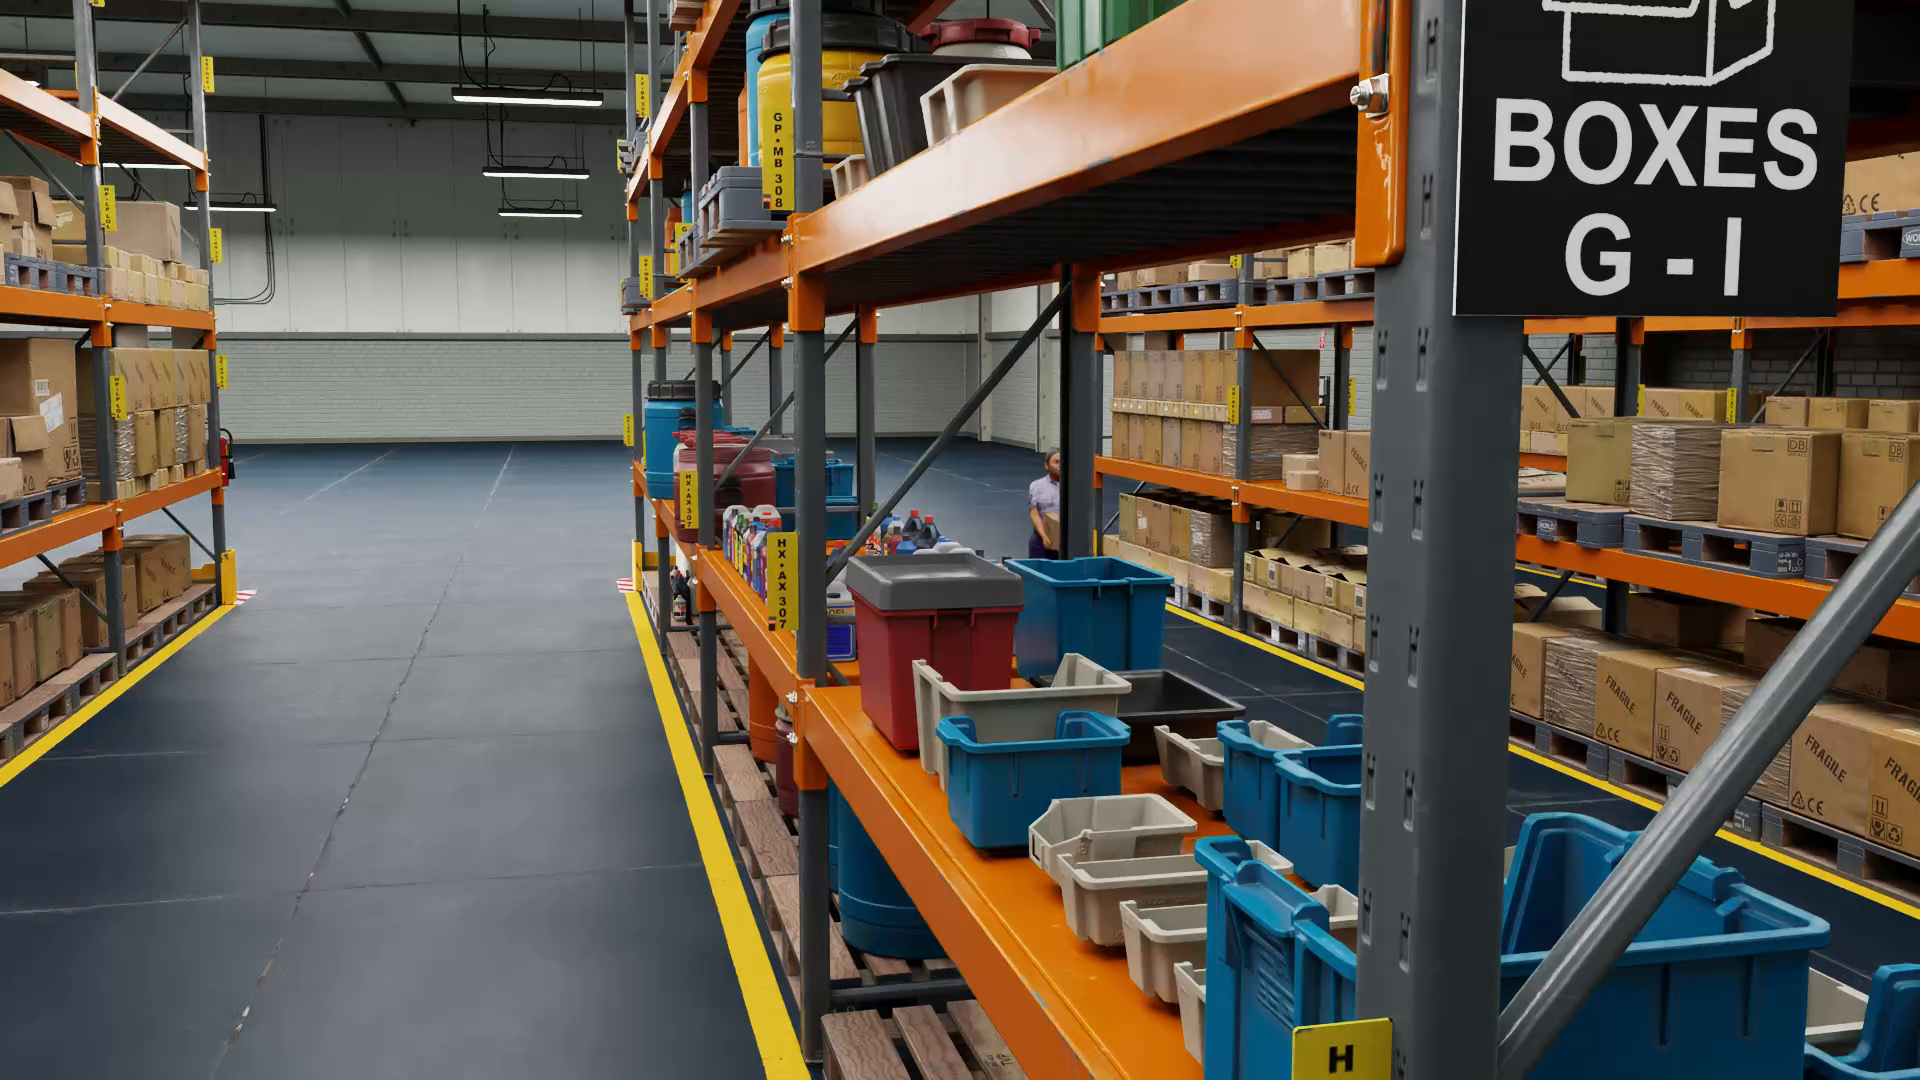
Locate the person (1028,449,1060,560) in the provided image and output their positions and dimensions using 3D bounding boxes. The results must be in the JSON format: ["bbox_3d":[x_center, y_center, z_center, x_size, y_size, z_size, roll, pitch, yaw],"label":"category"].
[{"bbox_3d":[0.798,0.084,13.542,0.453,1.636,0.524,-1,6,-13],"label":"person"}]
